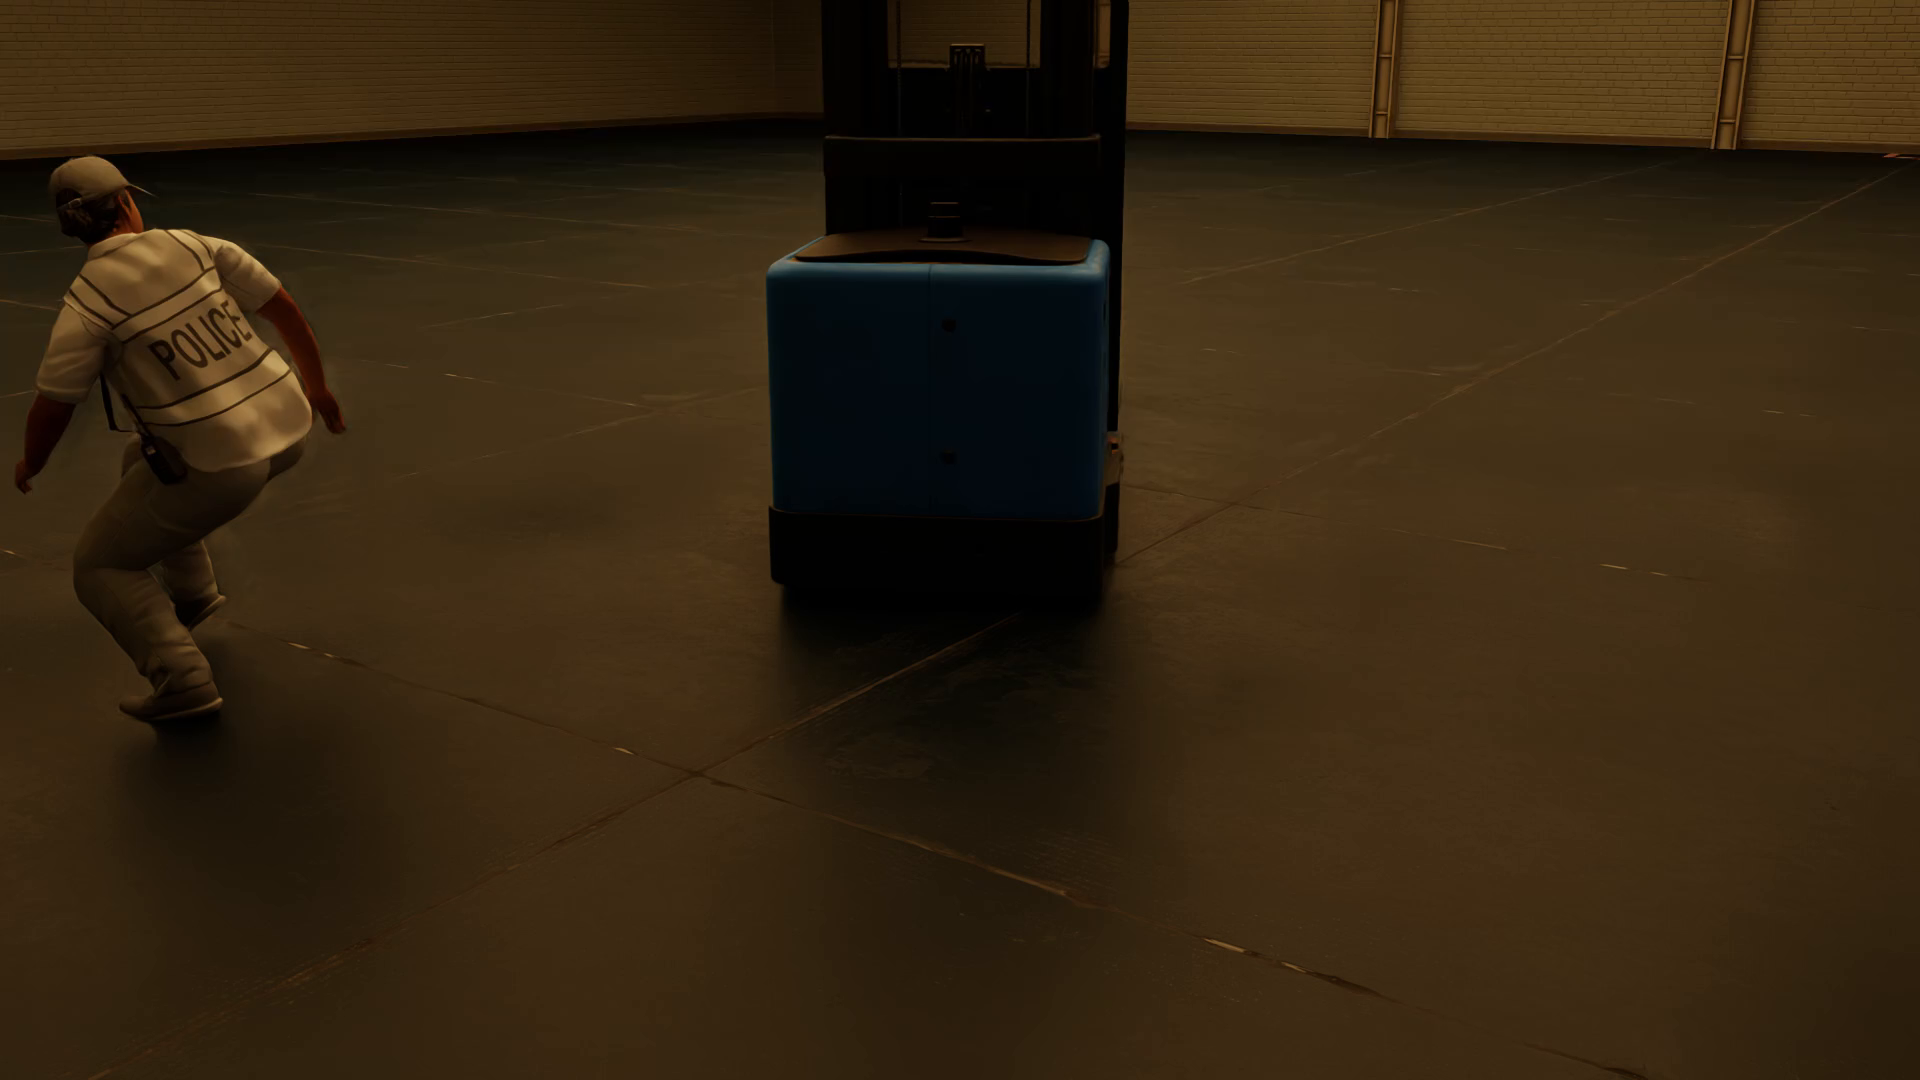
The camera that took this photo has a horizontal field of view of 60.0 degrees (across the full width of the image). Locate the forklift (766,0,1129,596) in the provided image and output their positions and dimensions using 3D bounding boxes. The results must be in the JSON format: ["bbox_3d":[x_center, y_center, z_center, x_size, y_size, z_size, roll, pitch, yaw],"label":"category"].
[{"bbox_3d":[0.081,-1.606,6.205,1.130,2.935,3.031,2,17,6],"label":"forklift"}]

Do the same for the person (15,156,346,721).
[{"bbox_3d":[-2.113,-0.288,4.455,0.698,1.454,0.715,6,18,18],"label":"person"}]
